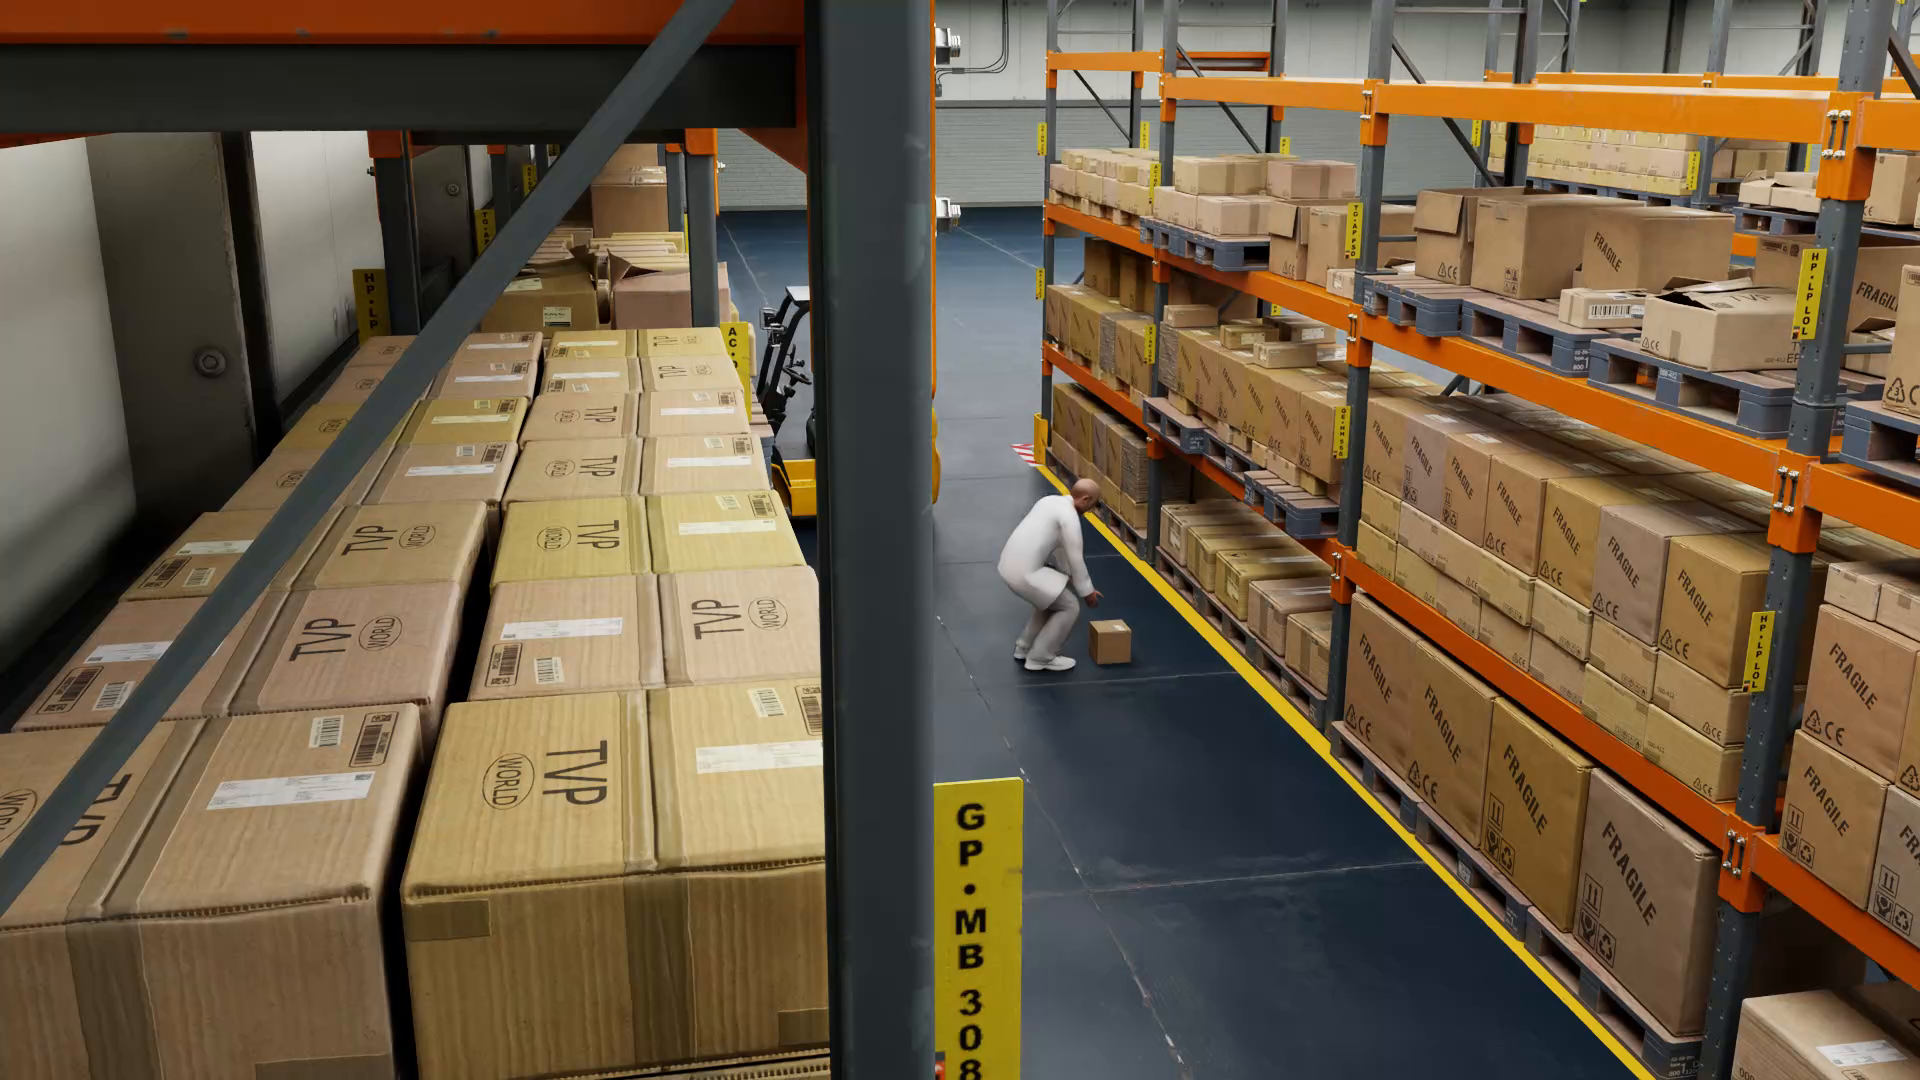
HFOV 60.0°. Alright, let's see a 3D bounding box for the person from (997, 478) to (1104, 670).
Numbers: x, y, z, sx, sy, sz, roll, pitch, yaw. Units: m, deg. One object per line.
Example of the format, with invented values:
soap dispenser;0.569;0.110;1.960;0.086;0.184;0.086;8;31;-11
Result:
person;0.640;0.235;12.015;0.752;1.356;0.631;-3;16;-10
